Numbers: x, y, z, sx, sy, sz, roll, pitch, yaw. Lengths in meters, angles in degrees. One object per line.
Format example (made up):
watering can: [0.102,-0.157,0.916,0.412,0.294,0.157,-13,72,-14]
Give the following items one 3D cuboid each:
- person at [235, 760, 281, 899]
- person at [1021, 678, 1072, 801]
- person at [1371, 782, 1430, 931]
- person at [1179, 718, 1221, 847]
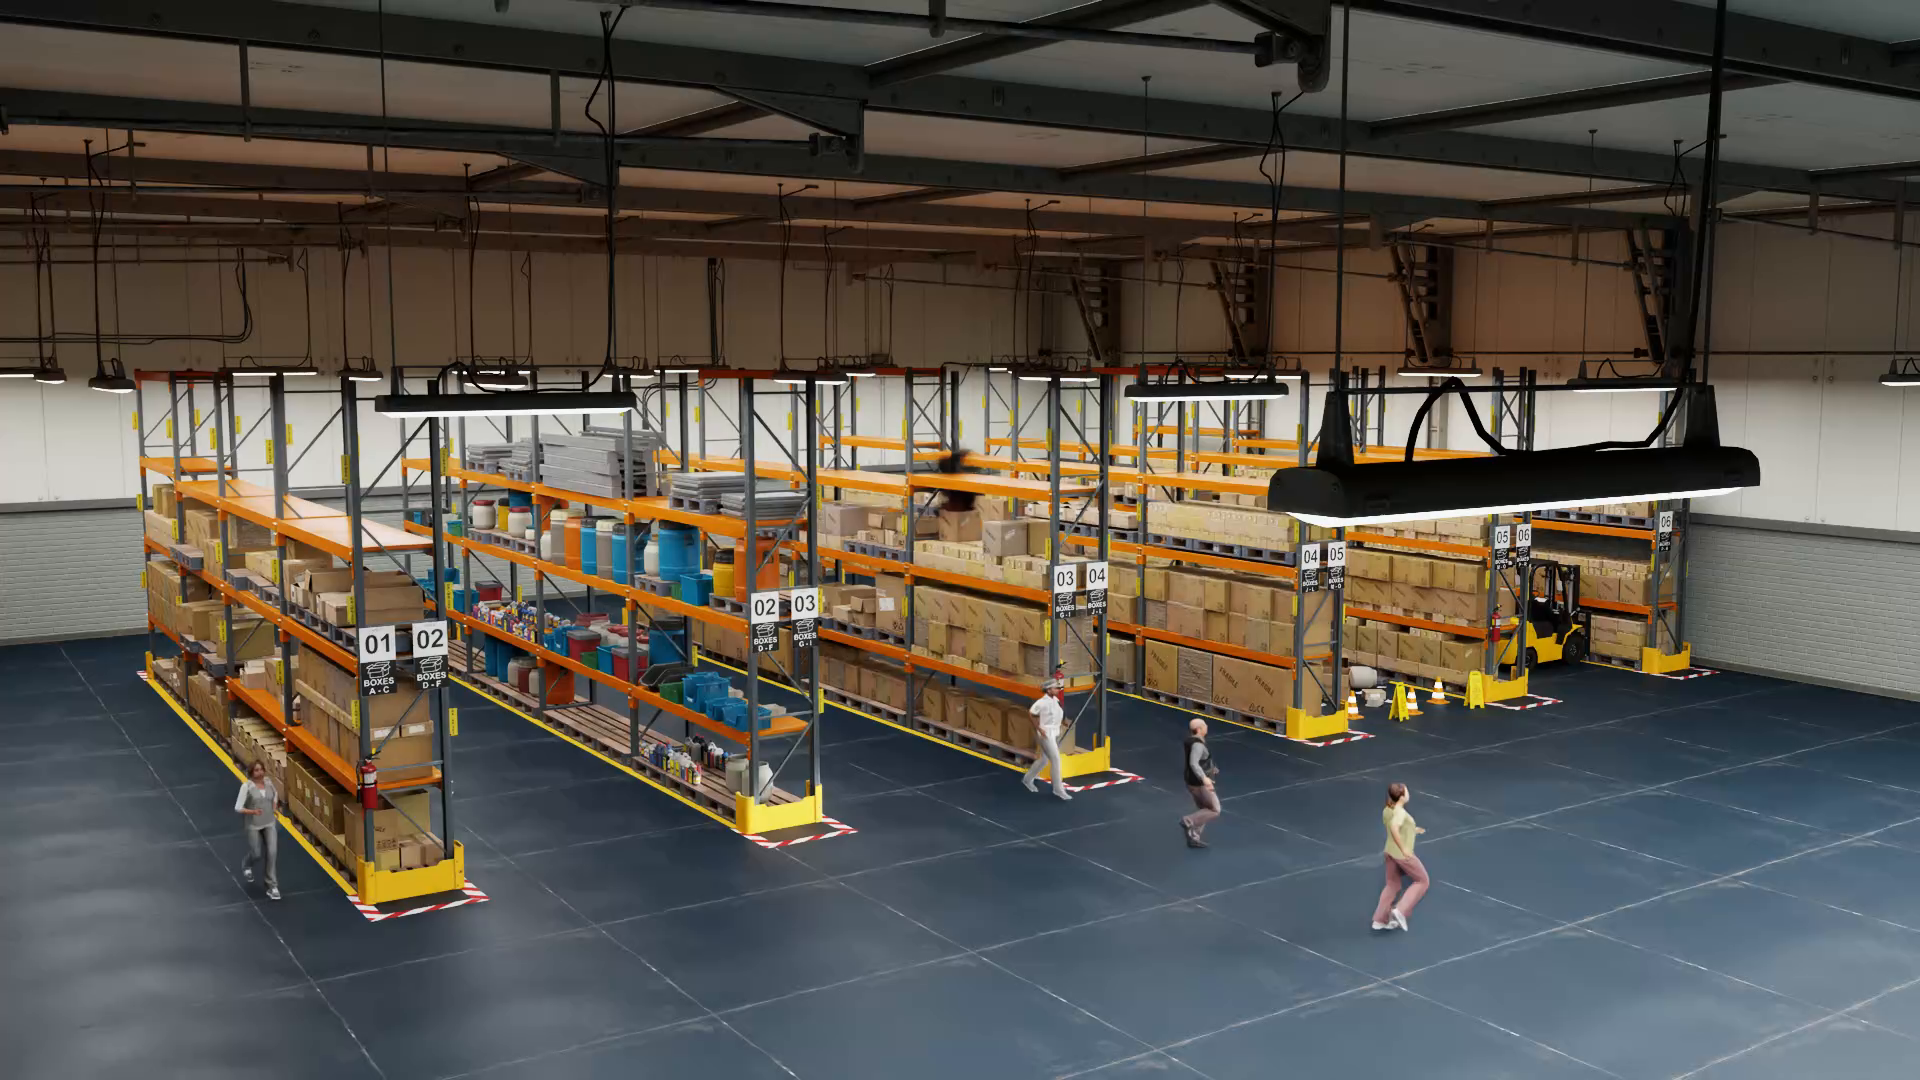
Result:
person: [-8.142,3.341,19.362,0.541,1.574,0.831,-6,9,-42]
person: [1.250,2.809,23.716,0.809,1.723,0.577,3,7,24]
person: [4.821,3.453,18.171,0.641,1.644,0.552,-2,7,-18]
person: [3.062,3.111,21.271,0.578,1.684,0.665,-1,6,-7]
